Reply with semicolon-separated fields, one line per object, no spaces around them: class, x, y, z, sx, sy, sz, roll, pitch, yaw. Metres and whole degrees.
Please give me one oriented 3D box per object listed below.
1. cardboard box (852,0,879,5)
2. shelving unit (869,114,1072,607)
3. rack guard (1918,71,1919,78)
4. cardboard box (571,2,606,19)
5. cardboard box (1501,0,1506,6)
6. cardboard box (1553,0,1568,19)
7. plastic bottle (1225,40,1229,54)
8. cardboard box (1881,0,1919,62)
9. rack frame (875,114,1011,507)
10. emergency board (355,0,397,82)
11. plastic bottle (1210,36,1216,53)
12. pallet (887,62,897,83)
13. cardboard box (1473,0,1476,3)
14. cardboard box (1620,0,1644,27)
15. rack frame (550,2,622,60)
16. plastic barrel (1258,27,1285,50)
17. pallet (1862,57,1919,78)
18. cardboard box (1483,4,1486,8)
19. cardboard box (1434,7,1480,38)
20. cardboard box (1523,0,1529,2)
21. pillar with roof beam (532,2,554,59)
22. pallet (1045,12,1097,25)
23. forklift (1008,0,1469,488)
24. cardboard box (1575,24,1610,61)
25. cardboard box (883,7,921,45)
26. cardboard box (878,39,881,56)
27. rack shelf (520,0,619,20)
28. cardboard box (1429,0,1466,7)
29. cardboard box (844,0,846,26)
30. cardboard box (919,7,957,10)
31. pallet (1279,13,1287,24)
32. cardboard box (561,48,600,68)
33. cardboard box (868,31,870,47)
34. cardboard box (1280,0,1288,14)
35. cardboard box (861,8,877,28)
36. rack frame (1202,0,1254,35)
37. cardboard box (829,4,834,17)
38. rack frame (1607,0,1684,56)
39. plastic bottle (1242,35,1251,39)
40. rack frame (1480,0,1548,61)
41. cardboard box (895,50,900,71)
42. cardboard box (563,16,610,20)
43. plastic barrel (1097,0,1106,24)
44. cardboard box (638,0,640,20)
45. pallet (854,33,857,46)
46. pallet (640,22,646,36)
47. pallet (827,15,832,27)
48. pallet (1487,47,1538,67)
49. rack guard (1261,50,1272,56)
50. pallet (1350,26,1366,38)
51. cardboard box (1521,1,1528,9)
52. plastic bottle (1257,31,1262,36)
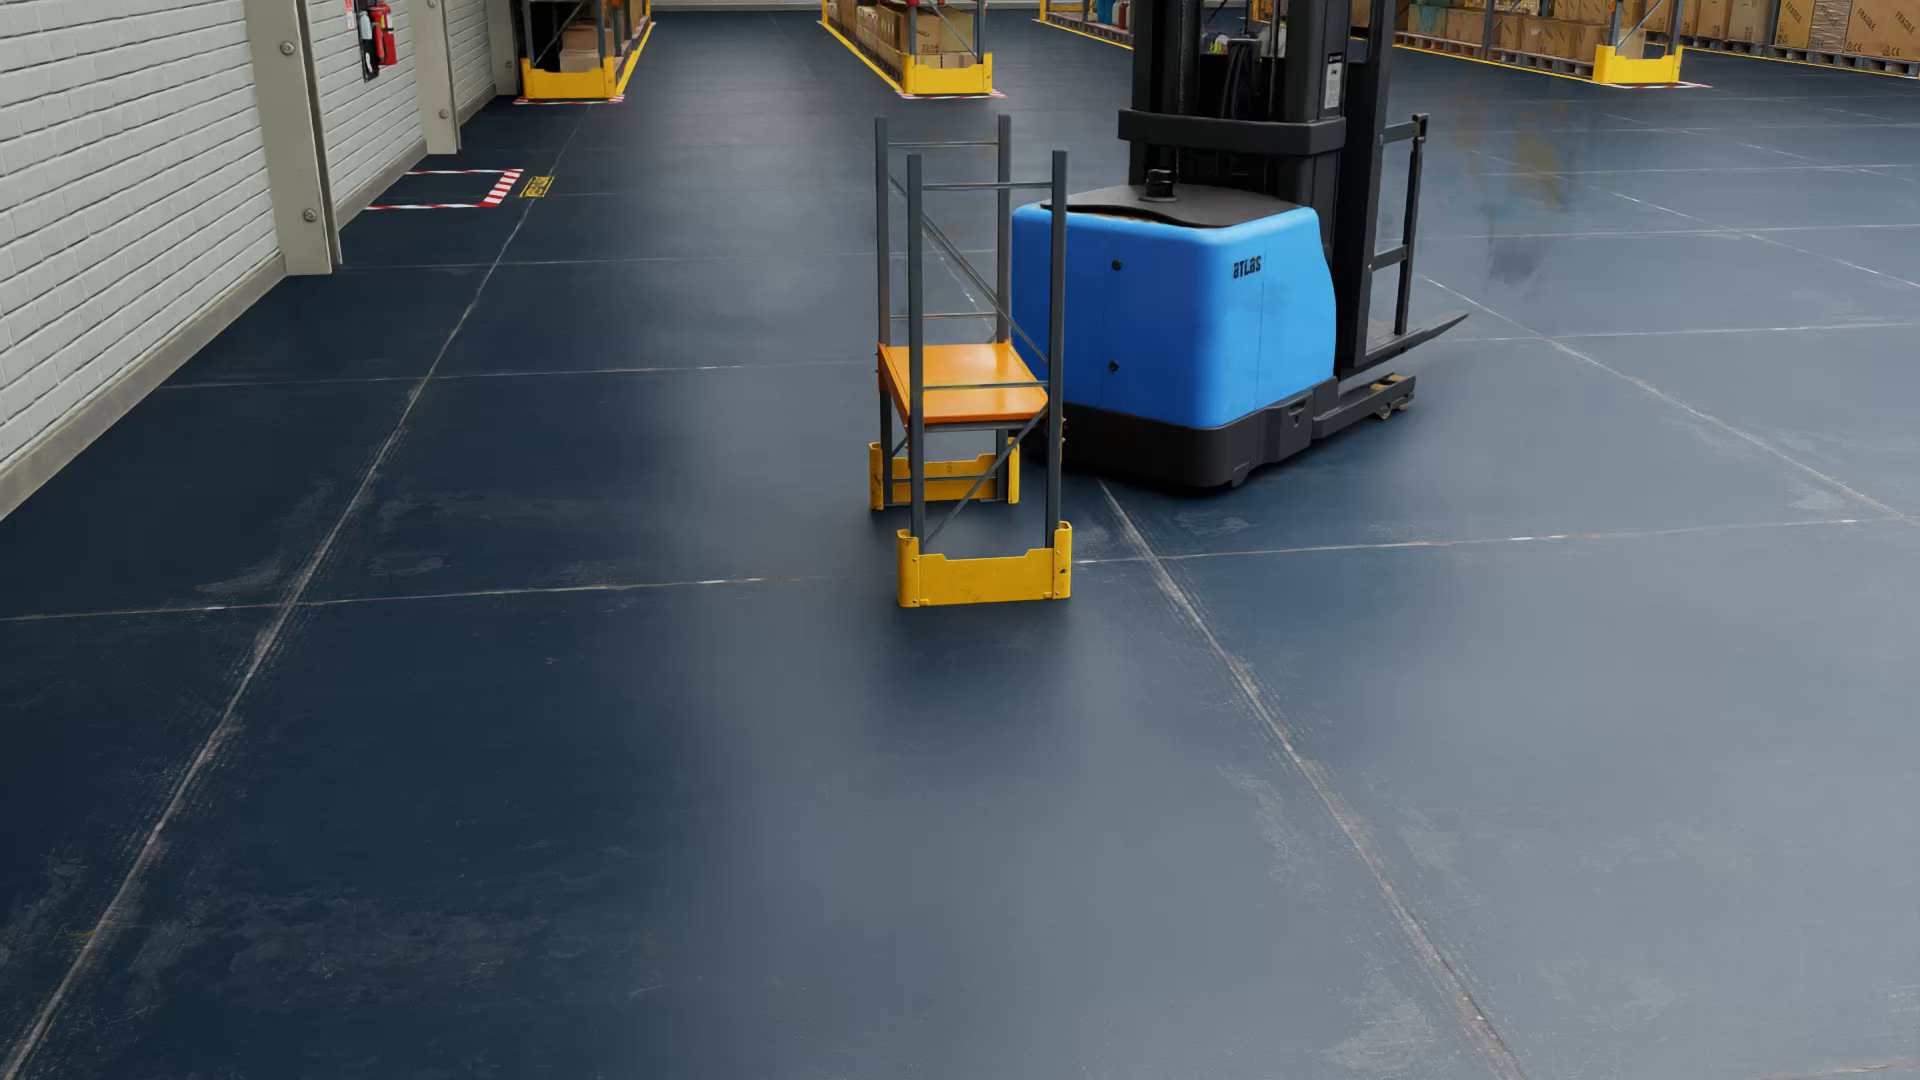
cardboard box;-1.703;-9.901;30.310;0.500;0.250;0.500;-2;21;-6
shelving unit;0.011;-0.676;5.883;0.587;1.500;1.083;-3;21;-8
rack guard;14.559;-6.947;24.103;1.175;0.500;0.348;-3;21;-8
cardboard box;-5.838;-8.340;26.130;0.500;0.250;0.500;-3;21;-9
cardboard box;12.319;-12.022;37.165;0.380;0.149;0.250;-2;21;-5
cardboard box;12.670;-11.038;34.455;0.500;0.500;0.500;-2;21;-6
plastic bottle;4.024;-7.294;24.723;0.152;0.276;0.135;-3;21;-7
cardboard box;14.392;-7.560;24.606;0.875;0.875;0.875;-3;21;-7
rack frame;-0.061;-0.849;6.346;0.500;1.500;0.032;-3;21;-8
emergency board;-4.846;-4.426;13.779;0.194;1.169;0.643;-3;21;-8
plastic bottle;3.870;-7.555;25.411;0.061;0.283;0.133;-2;21;-5
pallet;-0.495;-6.791;24.097;1.003;0.211;1.213;-3;21;-8
cardboard box;12.070;-12.473;38.373;0.380;0.149;0.250;-2;21;-5
cardboard box;13.049;-10.137;32.043;0.500;0.500;0.500;-3;21;-8
rack frame;-5.649;-8.547;24.813;1.000;3.000;0.127;-3;21;-8
plastic barrel;4.489;-7.091;23.869;0.421;0.512;0.421;0;20;0
pallet;14.363;-7.093;24.906;1.003;0.211;1.213;-3;21;-8
cardboard box;12.098;-12.064;37.704;0.380;0.149;0.250;-3;21;-7
cardboard box;8.777;-9.098;29.233;0.700;0.500;0.500;-1;21;-3
cardboard box;12.398;-11.704;35.889;0.380;0.149;0.250;-3;21;-8
pillar with roof beam;-2.634;-12.466;26.731;9.100;9.000;0.400;-3;21;-8
pallet;2.506;-11.608;36.993;1.003;0.211;1.213;-3;21;-8
forklift;1.499;-2.027;7.455;1.130;2.935;3.031;15;25;35
cardboard box;9.439;-7.360;24.606;0.500;0.500;0.500;2;21;6
cardboard box;-0.846;-7.536;24.363;0.500;0.500;0.500;-3;21;-8
cardboard box;-0.980;-7.531;25.422;0.500;0.250;0.500;-3;21;-8
rack shelf;-5.360;-7.518;23.085;1.077;0.370;4.000;-3;21;-8
cardboard box;8.692;-9.654;29.650;0.500;0.250;0.500;-1;20;-2
cardboard box;-1.984;-10.239;32.288;0.500;0.500;0.500;-3;21;-7
cardboard box;-0.328;-7.562;24.434;0.500;0.500;0.500;-3;21;-8
pallet;7.692;-11.451;36.573;1.003;0.211;1.213;-3;21;-8
cardboard box;-5.165;-6.550;22.681;0.500;0.311;0.500;-1;21;-3
cardboard box;-1.239;-8.188;27.182;0.500;0.250;0.500;-2;21;-7
cardboard box;7.629;-12.120;36.816;0.875;0.875;0.875;-3;21;-8
cardboard box;-1.384;-8.800;28.019;0.500;0.311;0.500;-3;21;-9
rack frame;4.155;-9.047;26.151;1.000;3.000;0.127;-3;21;-8
cardboard box;-2.535;-11.322;35.544;0.500;0.250;0.500;-3;21;-8
rack frame;9.633;-7.912;23.112;1.000;3.000;0.127;-3;21;-8
plastic bottle;4.418;-7.686;25.771;0.152;0.276;0.135;-3;21;-8
rack frame;9.056;-9.297;26.820;1.000;3.000;0.127;-3;21;-8
cardboard box;-0.624;-6.665;23.104;0.500;0.250;0.500;-3;21;-8
cardboard box;-5.895;-8.013;26.326;0.700;0.500;0.500;-3;21;-9
plastic barrel;3.063;-10.841;33.354;0.600;0.901;0.708;-3;21;-8
cardboard box;-6.877;-10.781;33.766;0.700;0.500;0.500;-3;21;-8
pallet;-1.394;-9.137;30.379;1.003;0.211;1.213;-3;21;-8
pallet;-6.834;-10.278;33.433;1.003;0.211;1.213;-3;21;-8
pallet;-2.350;-11.344;36.288;1.003;0.211;1.213;-3;21;-8
pallet;9.188;-7.760;26.690;1.003;0.211;1.213;-3;21;-8
rack guard;4.674;-6.515;22.944;1.175;0.500;0.348;-3;21;-8
pallet;8.268;-10.073;32.885;1.003;0.211;1.213;-3;21;-8
cardboard box;12.358;-11.560;35.930;0.380;0.149;0.250;-4;21;-10
plastic bottle;4.607;-7.625;25.502;0.144;0.351;0.185;-3;21;-8
